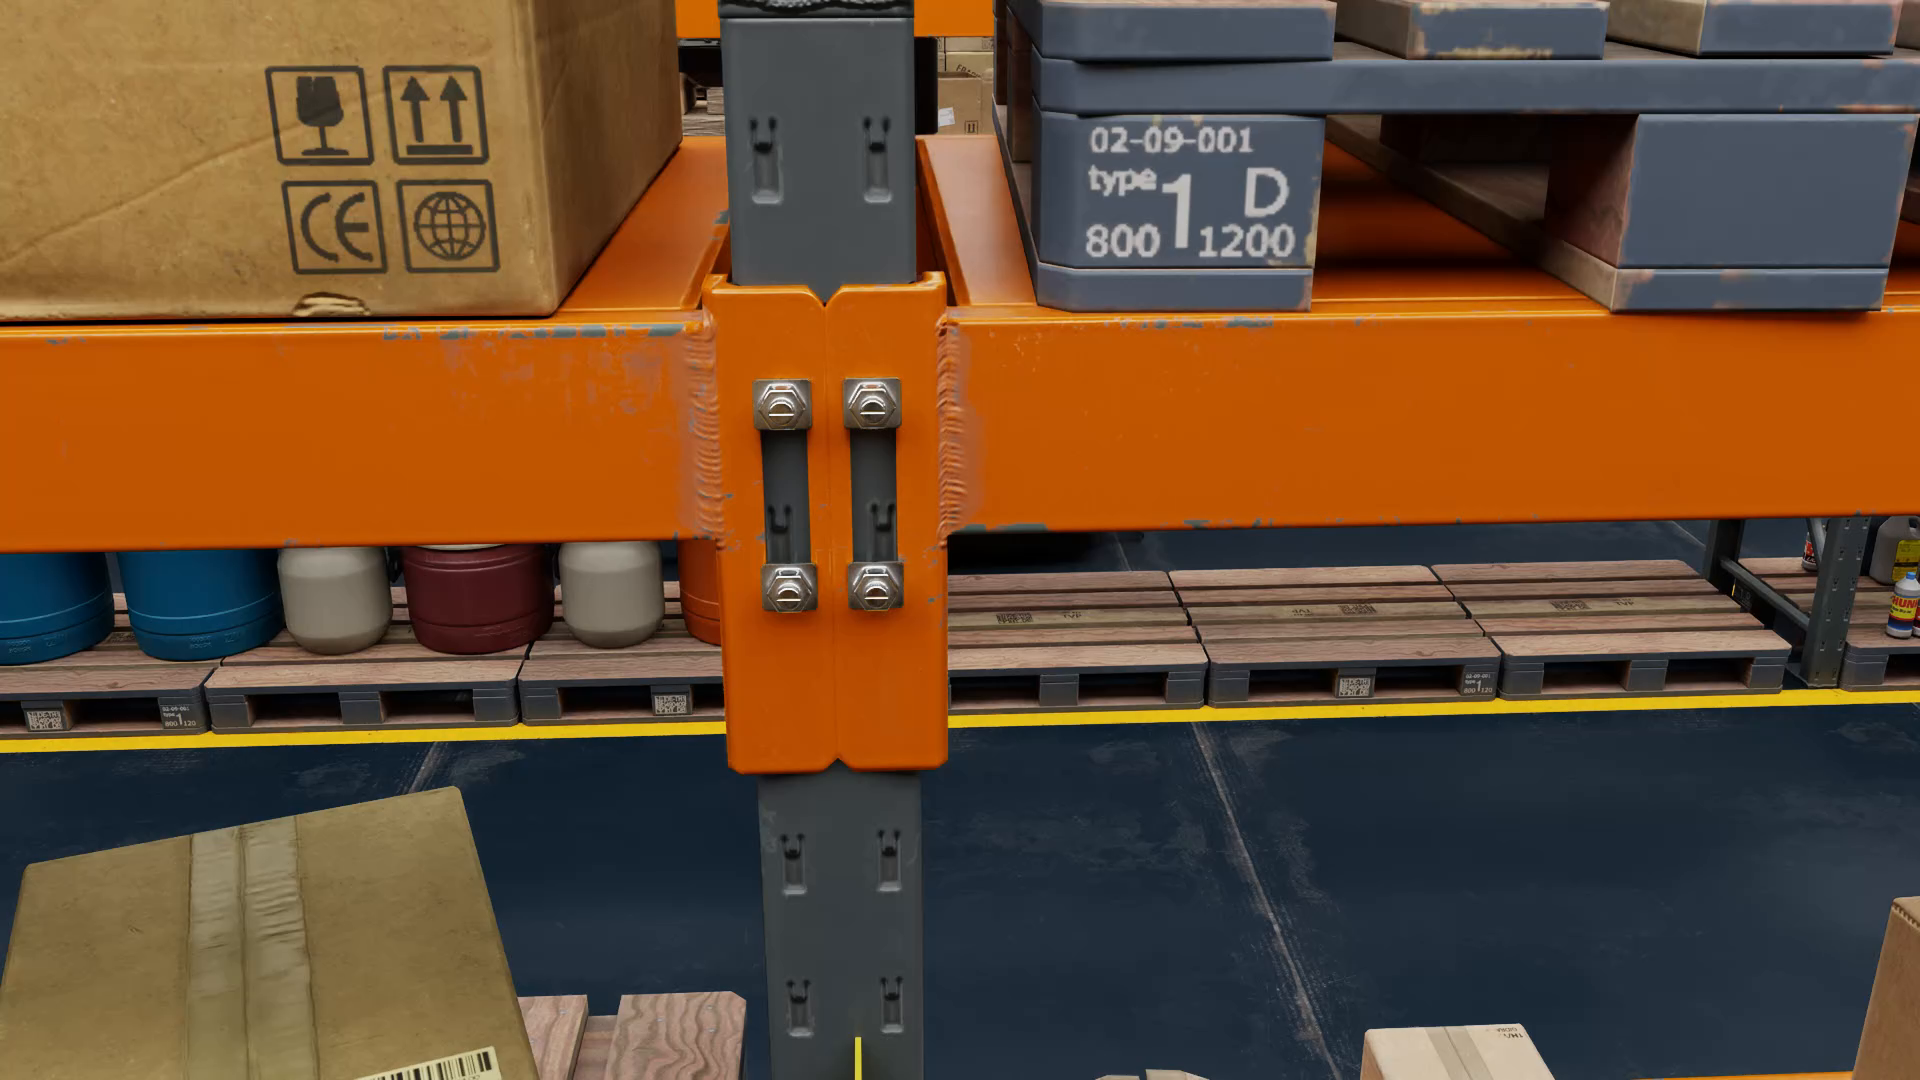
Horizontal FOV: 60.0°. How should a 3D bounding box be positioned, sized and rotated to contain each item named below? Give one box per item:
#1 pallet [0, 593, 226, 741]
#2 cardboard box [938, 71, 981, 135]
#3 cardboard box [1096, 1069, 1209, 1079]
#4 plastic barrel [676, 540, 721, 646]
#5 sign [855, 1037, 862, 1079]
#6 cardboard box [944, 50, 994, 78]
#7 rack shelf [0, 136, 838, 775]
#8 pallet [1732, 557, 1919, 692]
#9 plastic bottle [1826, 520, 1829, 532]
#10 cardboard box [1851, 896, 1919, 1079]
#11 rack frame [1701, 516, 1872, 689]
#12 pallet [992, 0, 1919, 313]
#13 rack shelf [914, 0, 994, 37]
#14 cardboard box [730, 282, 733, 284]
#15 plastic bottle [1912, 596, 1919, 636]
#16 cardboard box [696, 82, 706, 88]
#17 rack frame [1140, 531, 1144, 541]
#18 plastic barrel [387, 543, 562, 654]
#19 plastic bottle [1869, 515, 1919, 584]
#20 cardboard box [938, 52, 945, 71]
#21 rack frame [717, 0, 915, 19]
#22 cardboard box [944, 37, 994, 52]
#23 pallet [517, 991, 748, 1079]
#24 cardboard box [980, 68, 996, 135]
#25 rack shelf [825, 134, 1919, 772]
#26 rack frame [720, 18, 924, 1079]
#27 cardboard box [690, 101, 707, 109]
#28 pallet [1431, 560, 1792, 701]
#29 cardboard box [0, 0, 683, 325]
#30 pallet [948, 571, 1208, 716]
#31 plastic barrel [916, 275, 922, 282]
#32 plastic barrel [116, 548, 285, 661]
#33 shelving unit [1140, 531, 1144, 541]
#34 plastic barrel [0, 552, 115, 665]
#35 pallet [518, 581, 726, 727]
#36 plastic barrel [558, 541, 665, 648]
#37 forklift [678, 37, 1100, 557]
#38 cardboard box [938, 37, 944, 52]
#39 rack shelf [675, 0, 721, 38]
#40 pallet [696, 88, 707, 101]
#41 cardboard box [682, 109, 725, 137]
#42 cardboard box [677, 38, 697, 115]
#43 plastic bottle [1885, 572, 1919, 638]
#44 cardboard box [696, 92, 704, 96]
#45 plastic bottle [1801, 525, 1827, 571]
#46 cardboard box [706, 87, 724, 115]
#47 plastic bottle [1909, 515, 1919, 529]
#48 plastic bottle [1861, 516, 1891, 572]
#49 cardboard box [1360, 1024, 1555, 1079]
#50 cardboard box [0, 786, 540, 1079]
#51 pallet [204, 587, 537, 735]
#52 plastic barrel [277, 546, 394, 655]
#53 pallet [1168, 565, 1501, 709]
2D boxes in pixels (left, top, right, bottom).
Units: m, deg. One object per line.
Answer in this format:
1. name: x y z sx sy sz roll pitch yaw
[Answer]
1. pallet: -3.621 0.510 6.984 1.213 0.211 1.003 -1 21 -3
2. cardboard box: -0.146 -2.901 11.294 0.500 0.500 0.500 -4 21 -10
3. cardboard box: 0.244 0.936 2.072 0.500 0.311 0.500 0 21 0
4. plastic barrel: -0.888 -0.039 6.969 0.708 0.830 0.600 -1 21 -3
5. sign: -0.081 0.575 1.380 0.005 0.325 0.100 -1 21 -3
6. cardboard box: 0.106 -4.368 15.738 0.500 0.500 0.500 -1 21 -4
7. rack shelf: -2.118 -0.139 1.565 4.000 0.370 1.077 -1 21 -3
8. pallet: 4.266 0.350 7.406 1.213 0.211 1.003 -1 21 -3
9. plastic bottle: 4.054 -0.018 7.651 0.133 0.283 0.061 0 21 0
10. cardboard box: 1.553 0.800 2.165 0.500 0.500 0.500 -2 21 -6
11. rack frame: 3.593 -0.955 6.913 0.127 3.000 1.000 -1 21 -3
12. pallet: 0.551 -0.473 1.697 1.003 0.211 1.213 0 21 -1
13. rack shelf: 1.596 -1.980 6.400 4.000 0.370 1.077 -1 21 -3
14. cardboard box: -1.373 -1.830 11.607 0.875 0.875 1.225 -2 21 -6
15. plastic bottle: 4.038 0.295 6.946 0.097 0.201 0.097 0 21 0
16. cardboard box: -2.354 -4.283 15.417 0.250 0.149 0.380 -2 21 -5
17. rack frame: 0.937 -0.521 8.514 0.008 1.050 0.200 -2 21 -5
18. plastic barrel: -2.015 0.096 6.952 0.708 0.588 0.600 -1 21 -3
19. plastic bottle: 4.228 0.013 7.475 0.185 0.351 0.144 -1 21 -3
20. cardboard box: -0.402 -4.357 15.708 0.500 0.500 0.500 -1 21 -2
21. rack frame: -0.121 -1.917 1.010 0.127 3.000 1.000 -1 21 -3
22. cardboard box: 0.088 -4.927 15.801 0.500 0.500 0.700 -1 21 -4
23. pallet: -0.794 1.015 2.010 1.003 0.211 1.213 -1 21 -3
24. cardboard box: 0.405 -2.948 11.417 0.500 0.500 0.700 2 21 5
25. rack shelf: 1.875 -0.220 1.779 4.000 0.370 1.077 -1 21 -3
26. rack frame: -0.121 0.886 2.078 0.127 3.000 1.000 -1 21 -3
27. cardboard box: -1.699 -2.755 11.501 0.500 0.500 0.500 -2 21 -5
28. pallet: 2.811 0.378 7.331 1.213 0.211 1.003 -1 21 -3
29. cardboard box: -0.555 -0.542 1.471 0.500 0.500 0.910 -1 21 -3
30. pallet: 0.375 0.428 7.201 1.213 0.211 1.003 -1 21 -3
31. plastic barrel: 0.046 -1.054 6.983 0.708 0.536 0.600 -1 21 -3
32. plastic barrel: -3.143 -0.027 6.836 0.708 0.901 0.600 -1 21 -3
33. shelving unit: 0.816 -0.517 8.504 0.252 1.050 0.215 -2 21 -5
34. plastic barrel: -3.850 -0.013 6.798 0.708 0.901 0.600 -1 21 -3
35. pallet: -1.185 0.461 7.115 1.213 0.211 1.003 -1 21 -3
36. plastic barrel: -1.447 0.152 6.912 0.421 0.512 0.421 0 21 0
37. forklift: -0.840 -1.405 8.192 3.031 2.935 1.130 -2 21 -5
38. cardboard box: -0.417 -4.916 15.773 0.500 0.500 0.700 -1 21 -3
39. rack shelf: -2.397 -1.898 6.187 4.000 0.370 1.077 -1 21 -3
40. pallet: -2.839 -4.252 15.844 1.213 0.211 1.003 -1 21 -3
41. cardboard box: -1.660 -2.574 11.024 0.500 0.500 0.500 -1 21 -4
42. cardboard box: -2.065 -3.127 11.068 0.637 0.503 0.797 -1 21 -2
43. plastic bottle: 3.936 0.264 6.928 0.097 0.271 0.097 0 21 0
44. cardboard box: -2.834 -5.355 20.867 0.875 0.875 0.875 -1 21 -2
45. plastic bottle: 3.937 0.029 7.643 0.097 0.201 0.097 0 21 0
46. cardboard box: -1.414 -3.139 11.101 0.637 0.503 0.797 0 21 -1
47. plastic bottle: 4.411 -0.042 7.619 0.185 0.351 0.144 -2 21 -6
48. plastic bottle: 4.220 -0.038 7.609 0.185 0.351 0.144 -2 21 -4
49. cardboard box: 0.761 0.887 2.428 0.250 0.149 0.380 -1 21 -3
50. cardboard box: -0.744 0.696 1.846 0.500 0.500 0.700 -8 22 -21
51. pallet: -2.400 0.484 7.052 1.213 0.211 1.003 -1 21 -3
52. plastic barrel: -2.574 0.175 6.852 0.421 0.512 0.421 0 21 0
53. pallet: 1.590 0.404 7.263 1.213 0.211 1.003 -1 21 -3
